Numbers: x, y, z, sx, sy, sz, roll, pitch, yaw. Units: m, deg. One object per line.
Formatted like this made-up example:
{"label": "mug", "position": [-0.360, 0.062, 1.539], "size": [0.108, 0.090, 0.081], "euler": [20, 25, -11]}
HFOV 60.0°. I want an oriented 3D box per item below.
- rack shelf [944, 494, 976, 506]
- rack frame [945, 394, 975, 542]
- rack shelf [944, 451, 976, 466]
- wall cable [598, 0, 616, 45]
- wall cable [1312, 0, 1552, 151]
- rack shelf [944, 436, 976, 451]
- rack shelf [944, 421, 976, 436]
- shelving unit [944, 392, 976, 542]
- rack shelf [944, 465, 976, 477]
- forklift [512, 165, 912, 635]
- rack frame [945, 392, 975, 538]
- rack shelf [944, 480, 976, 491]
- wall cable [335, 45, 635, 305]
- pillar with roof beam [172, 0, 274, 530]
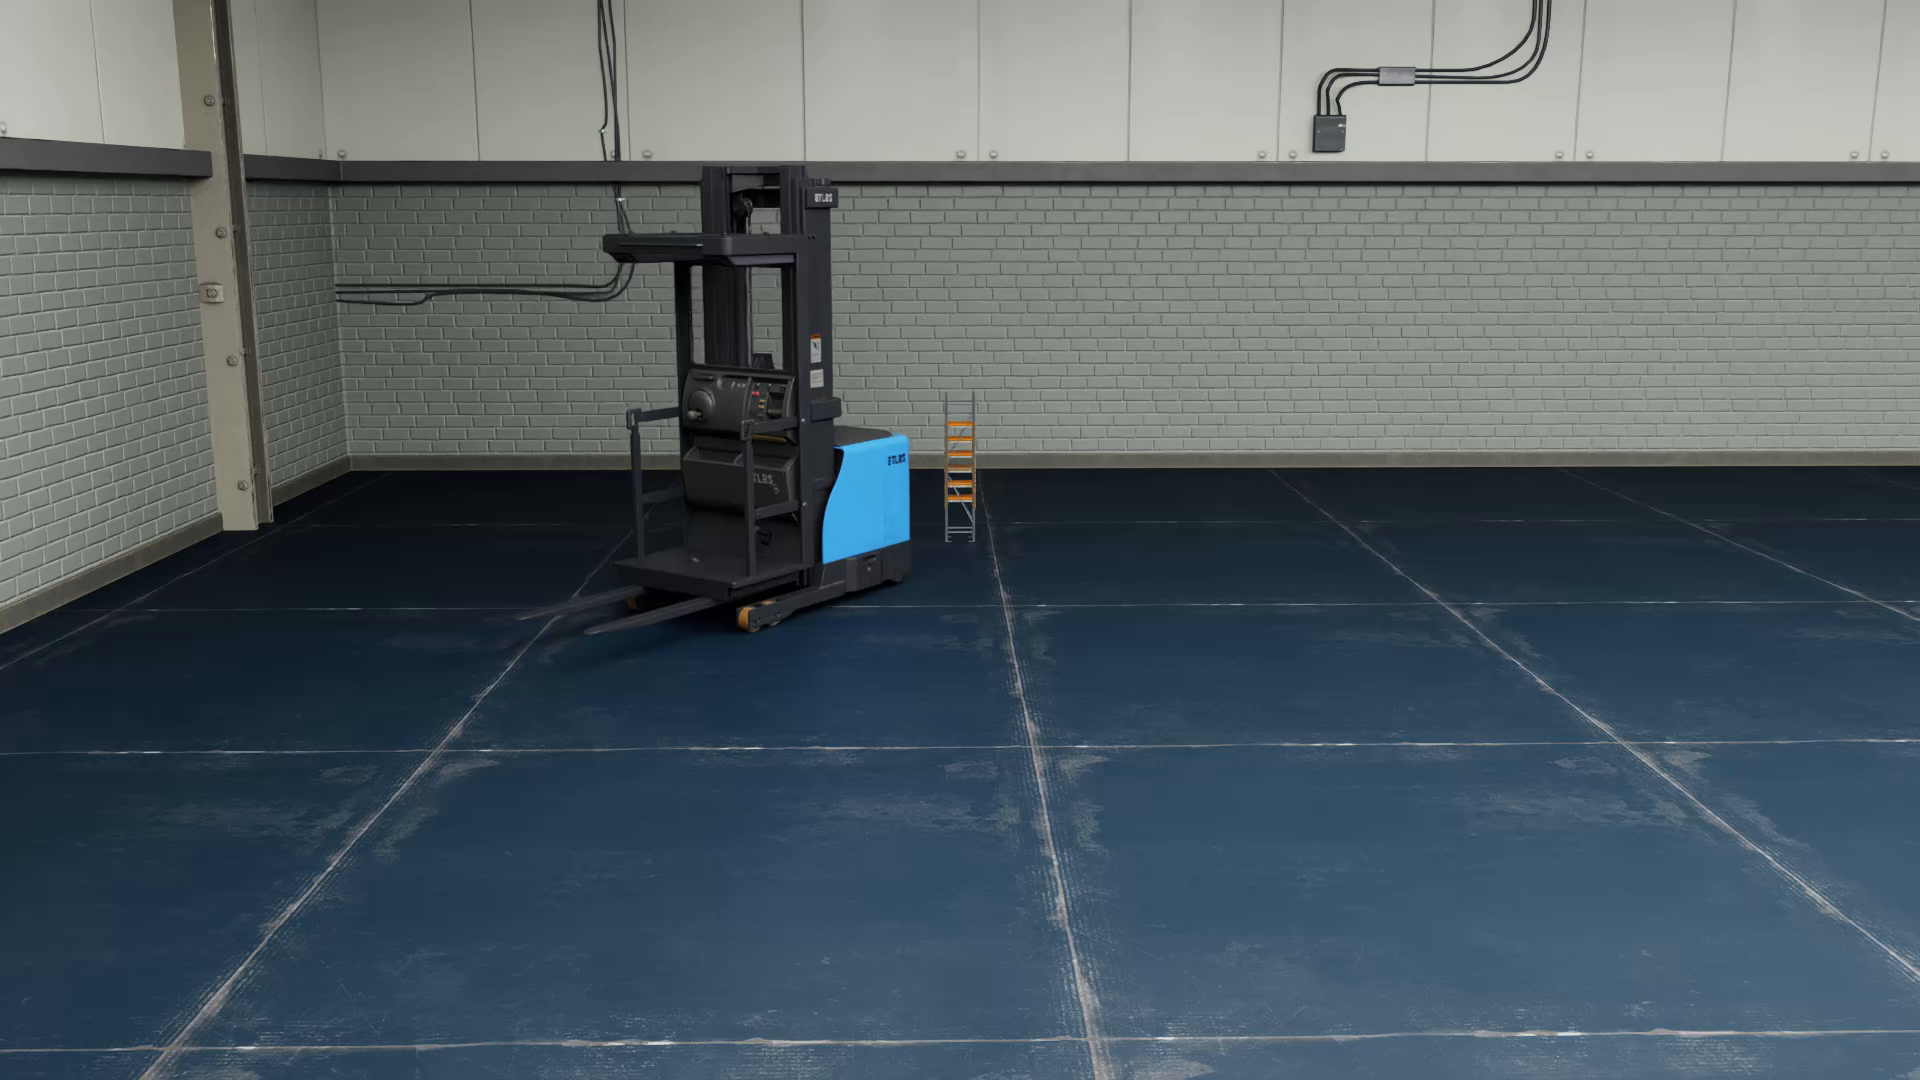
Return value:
{"label": "rack shelf", "position": [0.000, -0.312, 13.511], "size": [0.258, 0.103, 0.180], "euler": [0, 11, -1]}
{"label": "rack frame", "position": [0.002, -0.573, 13.364], "size": [0.240, 1.200, 0.006], "euler": [0, 11, -1]}
{"label": "rack shelf", "position": [0.000, -0.665, 13.439], "size": [0.258, 0.103, 0.180], "euler": [0, 11, -1]}
{"label": "wall cable", "position": [-2.105, -6.087, 16.038], "size": [3.097, 2.526, 0.112], "euler": [0, 11, -1]}
{"label": "wall cable", "position": [4.682, -6.825, 16.015], "size": [2.305, 6.003, 0.169], "euler": [0, 11, -1]}
{"label": "rack shelf", "position": [0.000, -0.783, 13.415], "size": [0.258, 0.103, 0.180], "euler": [0, 11, -1]}
{"label": "rack shelf", "position": [0.000, -0.900, 13.391], "size": [0.258, 0.103, 0.180], "euler": [0, 11, -1]}
{"label": "shelving unit", "position": [0.000, -0.591, 13.454], "size": [0.258, 1.200, 0.189], "euler": [0, 11, -1]}
{"label": "rack shelf", "position": [0.000, -0.547, 13.463], "size": [0.258, 0.103, 0.180], "euler": [0, 11, -1]}
{"label": "forklift", "position": [-1.594, -0.953, 10.887], "size": [1.130, 2.935, 3.031], "euler": [8, 14, 34]}
{"label": "rack frame", "position": [-0.002, -0.609, 13.544], "size": [0.240, 1.200, 0.006], "euler": [0, 11, -1]}
{"label": "rack shelf", "position": [0.000, -0.430, 13.487], "size": [0.258, 0.103, 0.180], "euler": [0, 11, -1]}
{"label": "wall cable", "position": [-4.810, -3.601, 16.486], "size": [3.097, 2.526, 0.112], "euler": [0, 11, -1]}
{"label": "pillar with roof beam", "position": [-1.767, -4.549, 13.351], "size": [9.100, 9.000, 0.400], "euler": [0, 11, -1]}
